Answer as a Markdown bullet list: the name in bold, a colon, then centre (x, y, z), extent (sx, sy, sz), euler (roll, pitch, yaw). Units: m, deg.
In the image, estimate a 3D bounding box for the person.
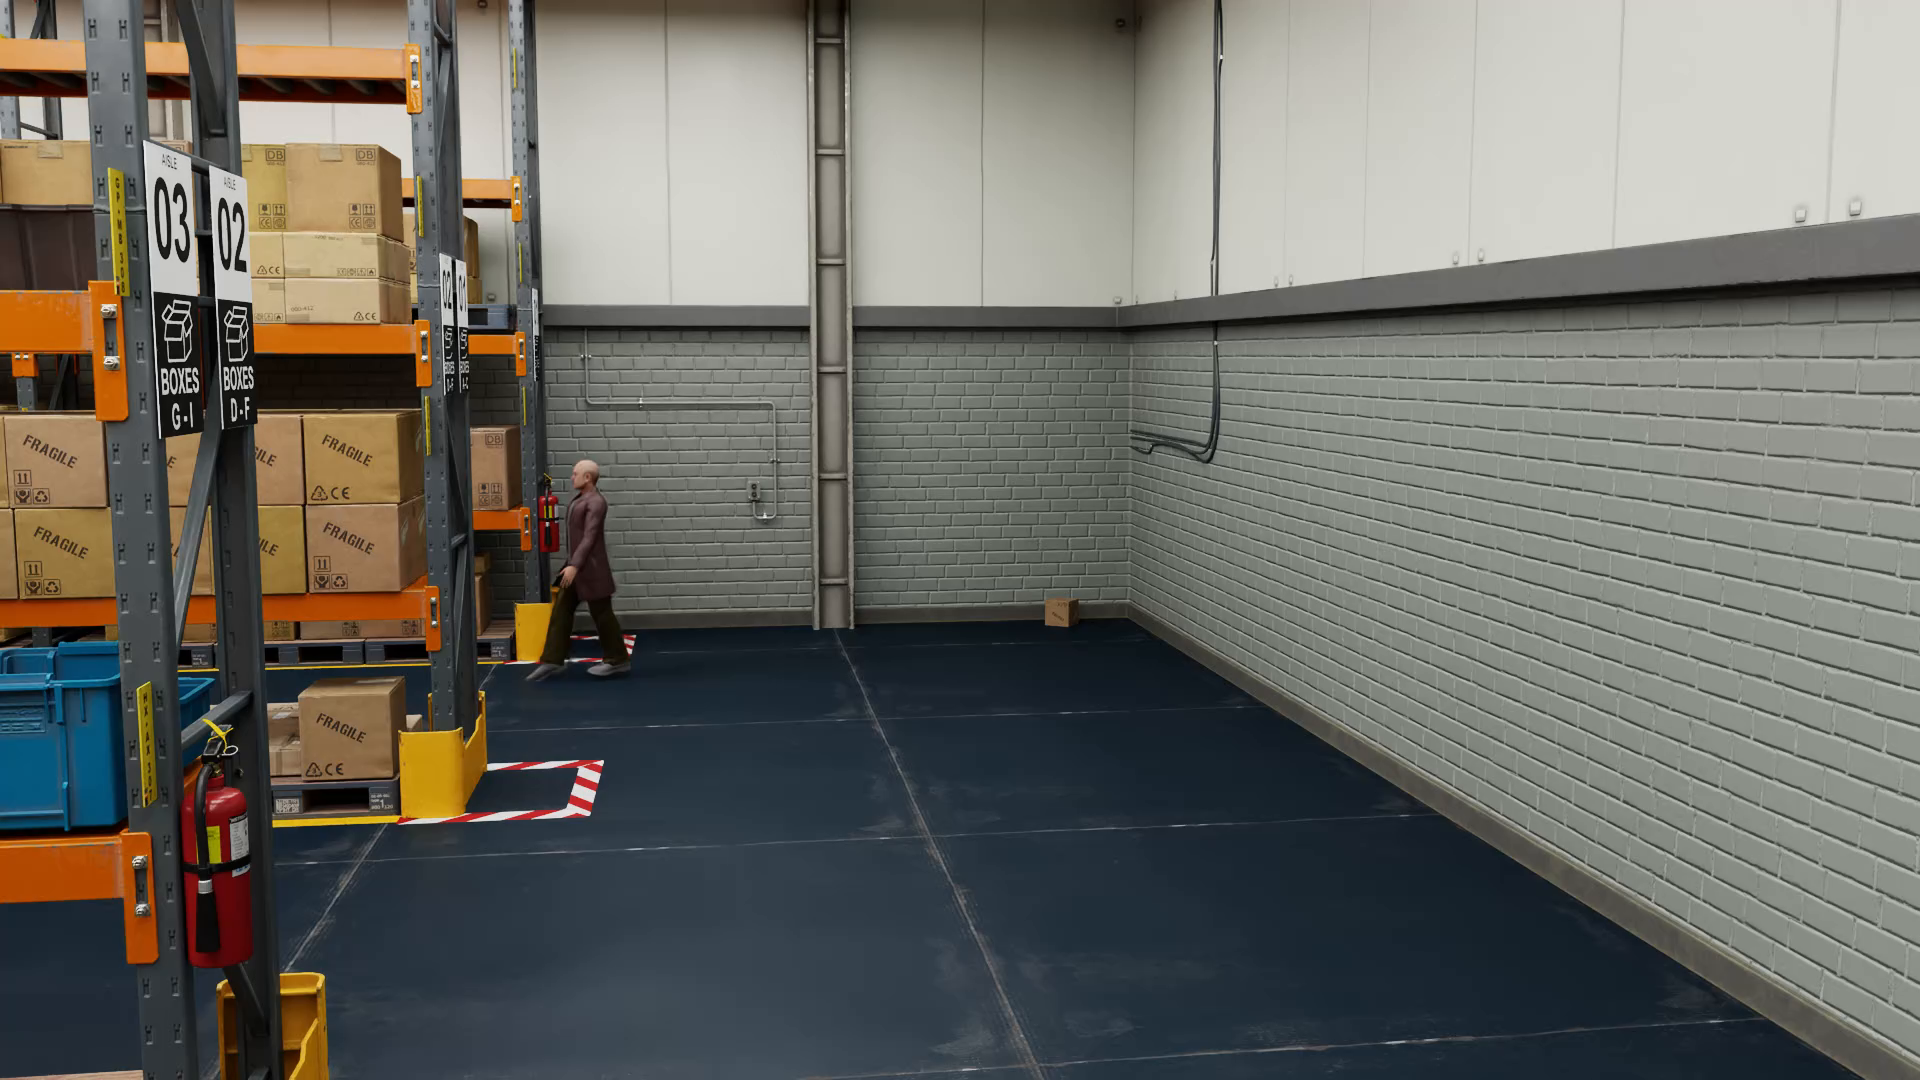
- **person**: centre (-3.096, 0.267, 13.440), extent (0.831, 1.819, 0.602), euler (-4, 7, -29)
